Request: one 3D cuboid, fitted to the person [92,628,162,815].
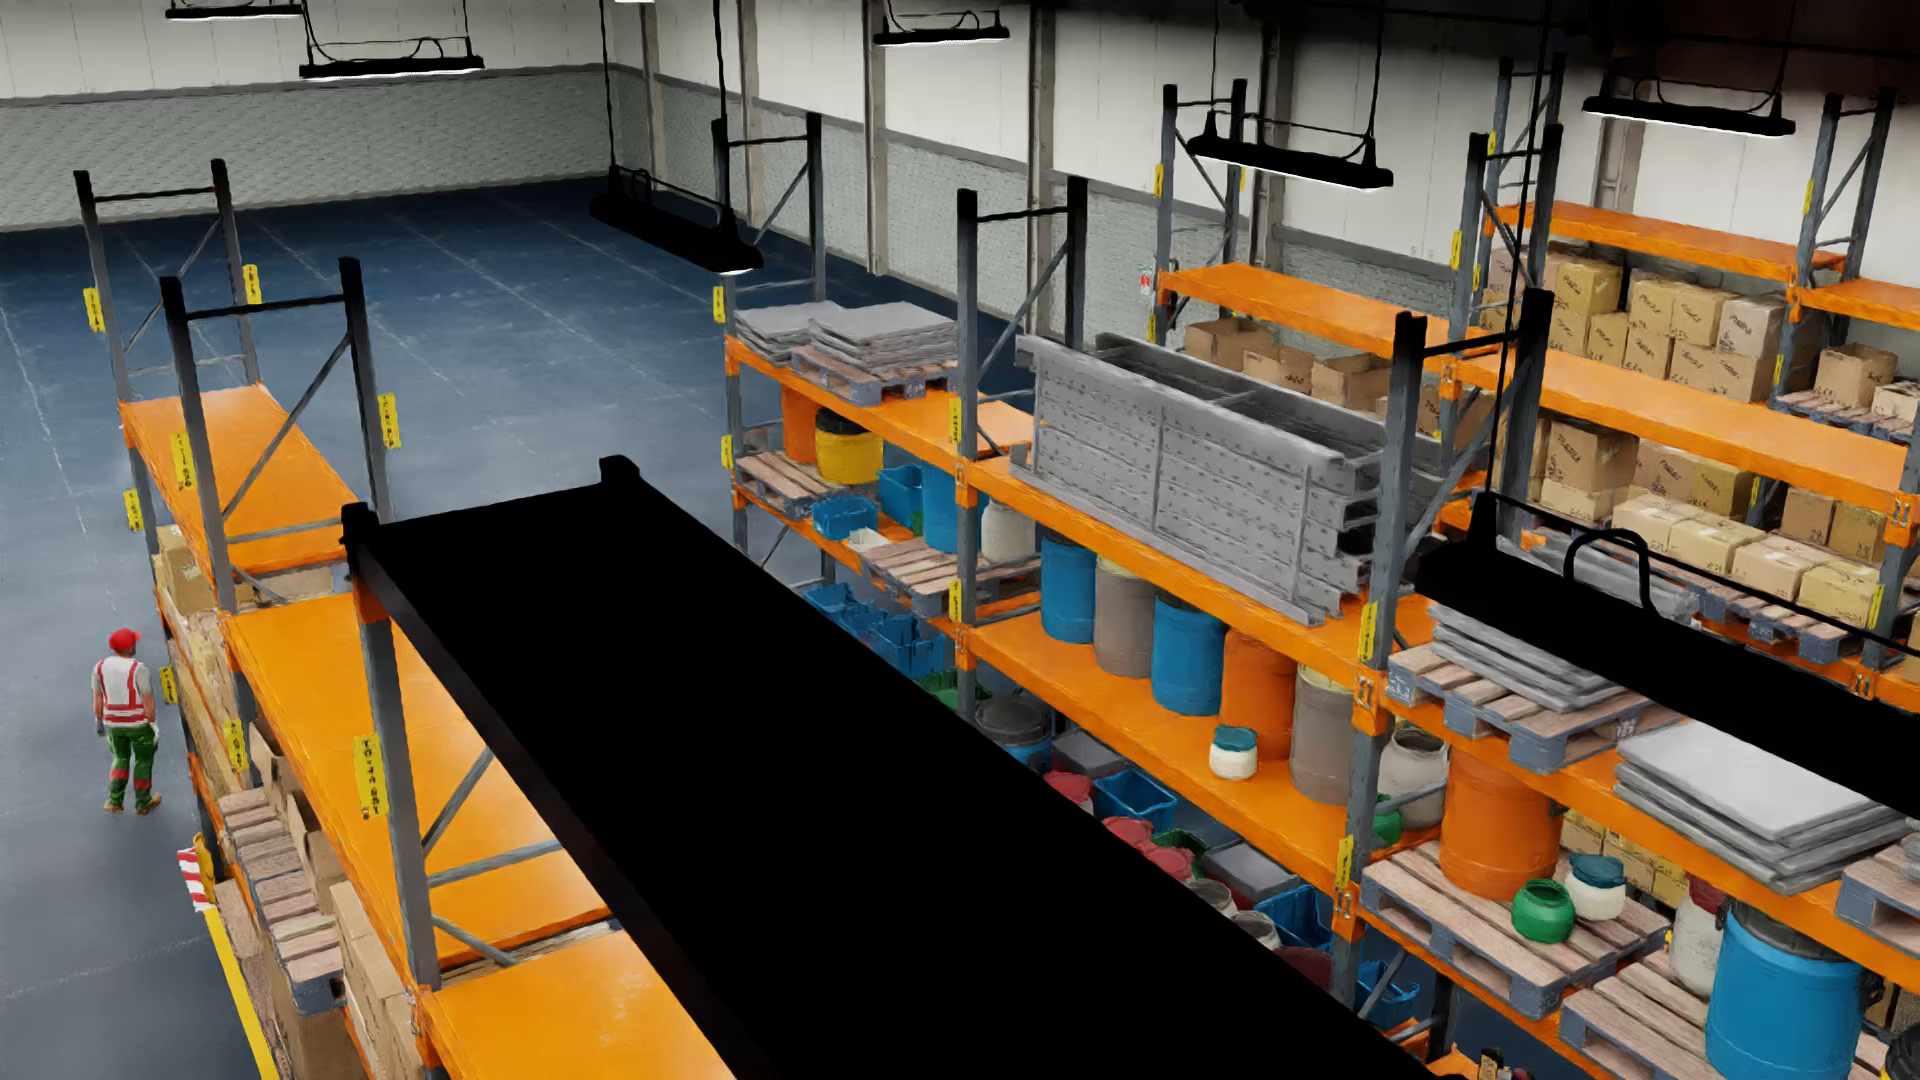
[{"bbox_3d":[-7.475,1.656,14.892,0.589,1.779,0.572,1,22,3],"label":"person"}]
